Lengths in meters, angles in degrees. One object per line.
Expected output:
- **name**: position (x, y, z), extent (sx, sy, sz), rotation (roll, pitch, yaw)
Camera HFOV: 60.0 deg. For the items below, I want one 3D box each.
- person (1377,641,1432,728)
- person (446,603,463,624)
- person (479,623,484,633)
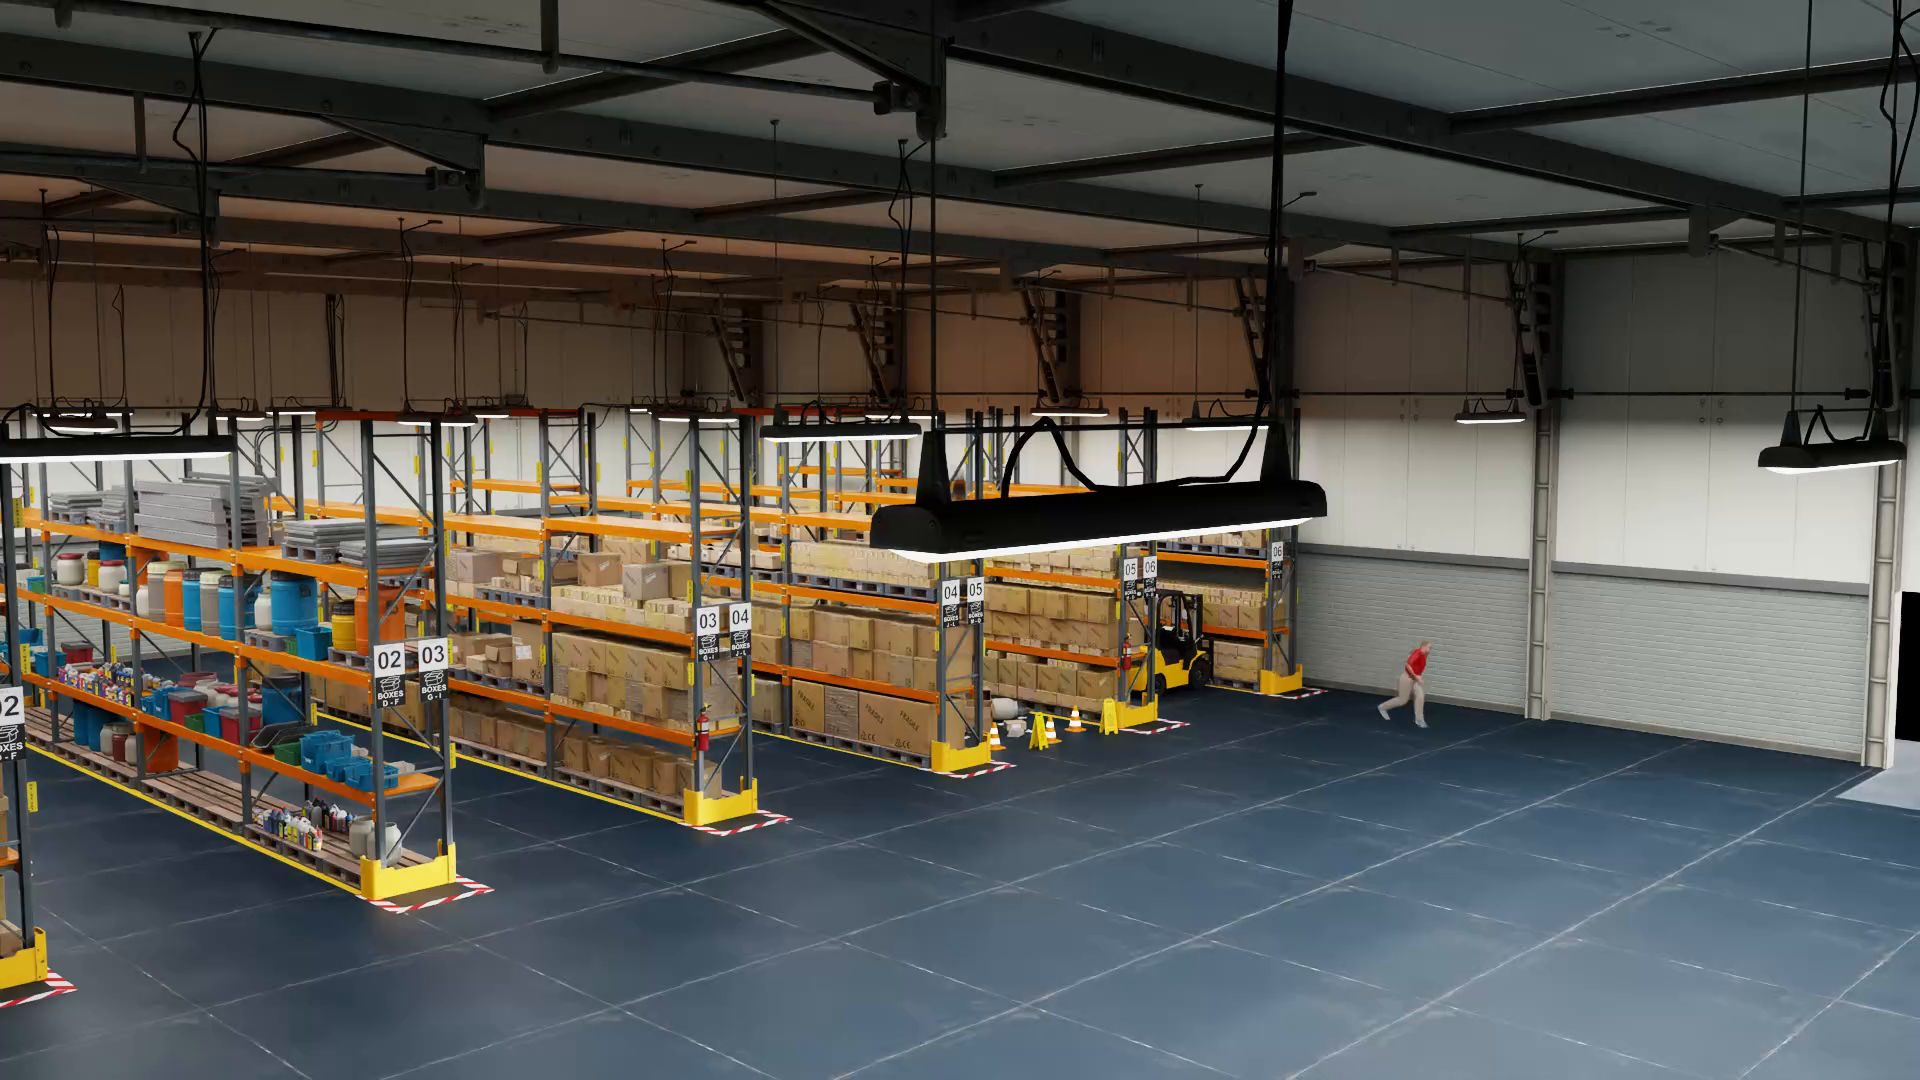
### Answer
- **person**: position (8.479, 2.729, 31.679), extent (1.008, 1.692, 0.693), rotation (2, 6, 25)
- **person**: position (-12.376, 1.883, 40.644), extent (0.703, 1.722, 0.587), rotation (1, 5, 10)
- **person**: position (-9.807, 2.506, 34.000), extent (0.592, 1.629, 0.577), rotation (-5, 7, -45)
